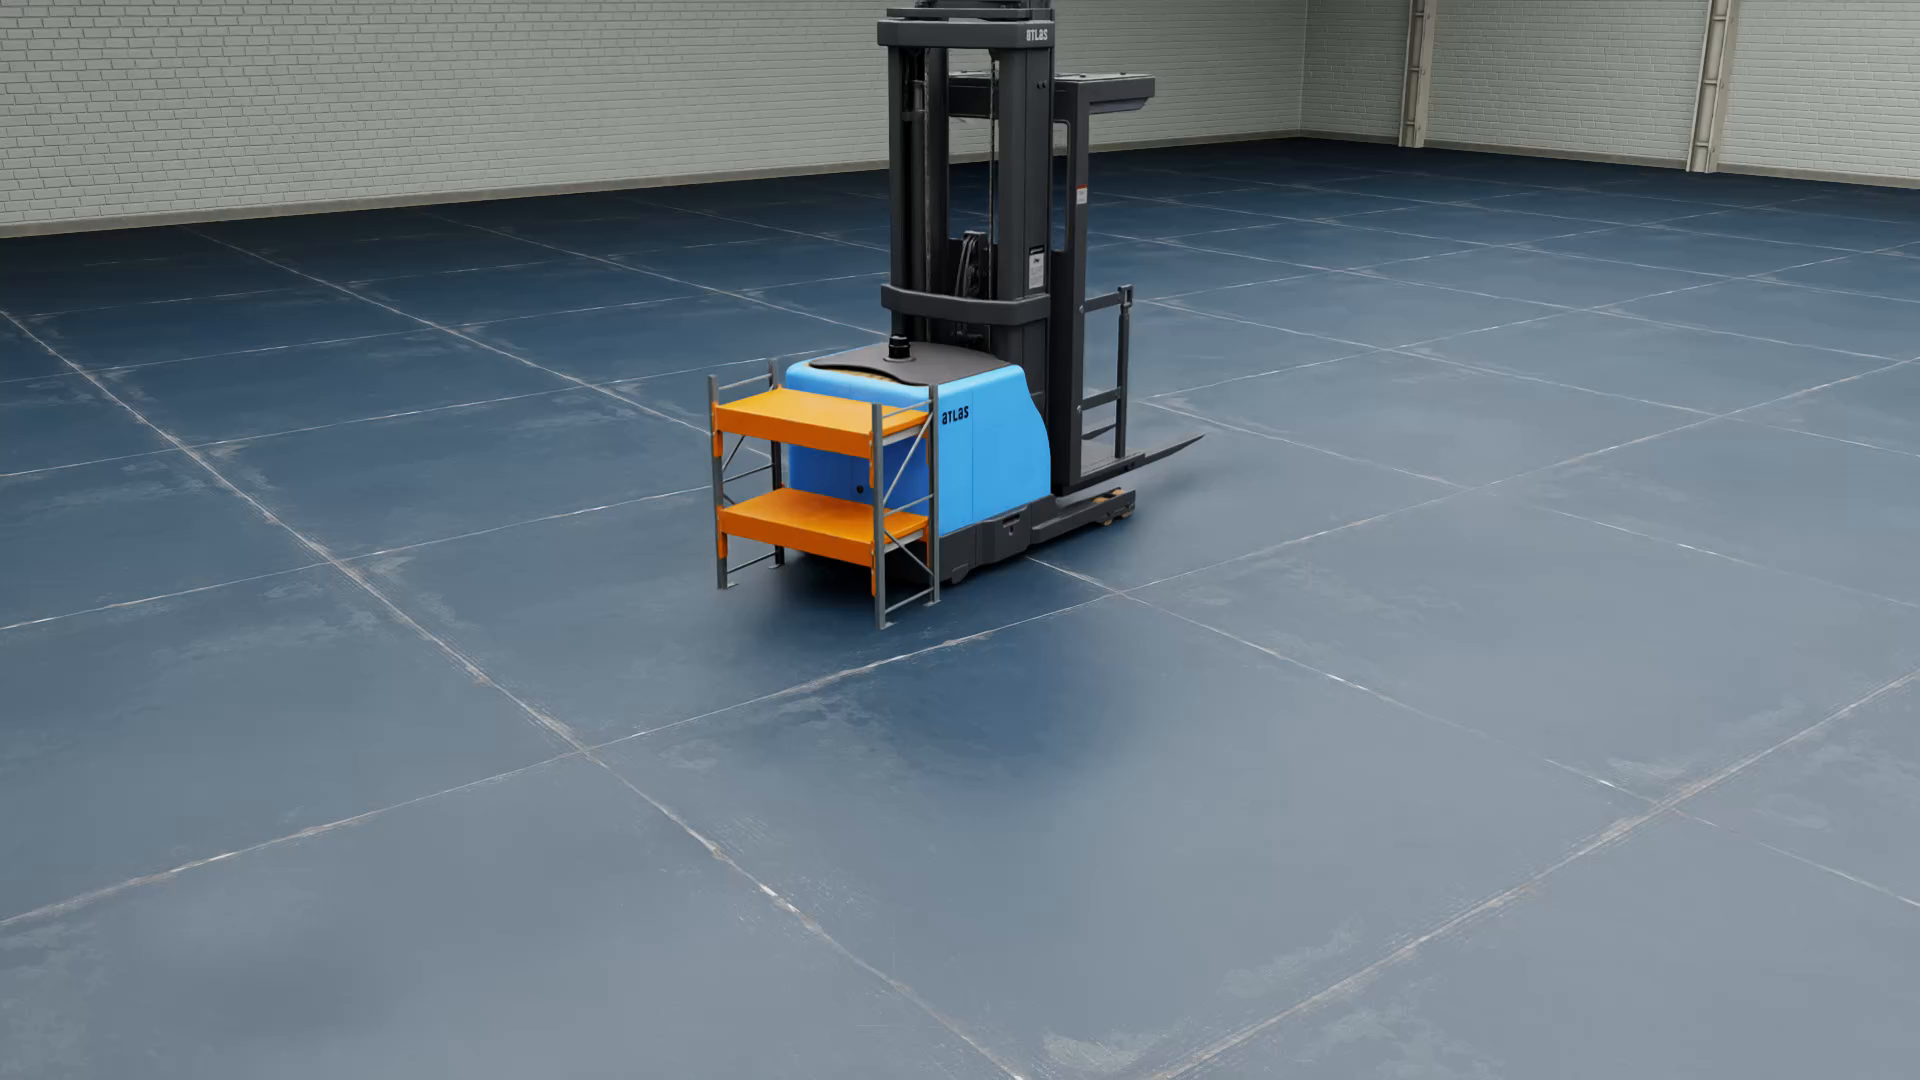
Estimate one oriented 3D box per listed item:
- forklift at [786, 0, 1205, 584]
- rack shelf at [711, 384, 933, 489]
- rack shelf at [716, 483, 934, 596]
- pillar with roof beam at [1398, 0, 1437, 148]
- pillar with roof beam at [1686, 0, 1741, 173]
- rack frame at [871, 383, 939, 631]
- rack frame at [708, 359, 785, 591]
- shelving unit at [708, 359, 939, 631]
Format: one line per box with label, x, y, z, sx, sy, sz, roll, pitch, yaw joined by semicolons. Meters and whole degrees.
forklift;0.379;-1.560;9.410;1.130;2.935;3.031;14;23;36
rack shelf;-0.678;-0.528;8.237;1.000;0.278;0.538;12;22;32
rack shelf;-0.678;-0.018;8.406;1.000;0.278;0.538;12;22;32
pillar with roof beam;5.521;-11.185;28.826;9.100;9.000;0.400;-14;23;-36
pillar with roof beam;9.247;-9.707;24.361;9.100;9.000;0.400;-14;23;-36
rack frame;-0.258;-0.160;8.057;0.032;1.125;0.500;12;22;32
rack frame;-1.098;-0.340;8.601;0.032;1.125;0.500;12;22;32
shelving unit;-0.678;-0.250;8.329;1.048;1.125;0.538;12;22;32
